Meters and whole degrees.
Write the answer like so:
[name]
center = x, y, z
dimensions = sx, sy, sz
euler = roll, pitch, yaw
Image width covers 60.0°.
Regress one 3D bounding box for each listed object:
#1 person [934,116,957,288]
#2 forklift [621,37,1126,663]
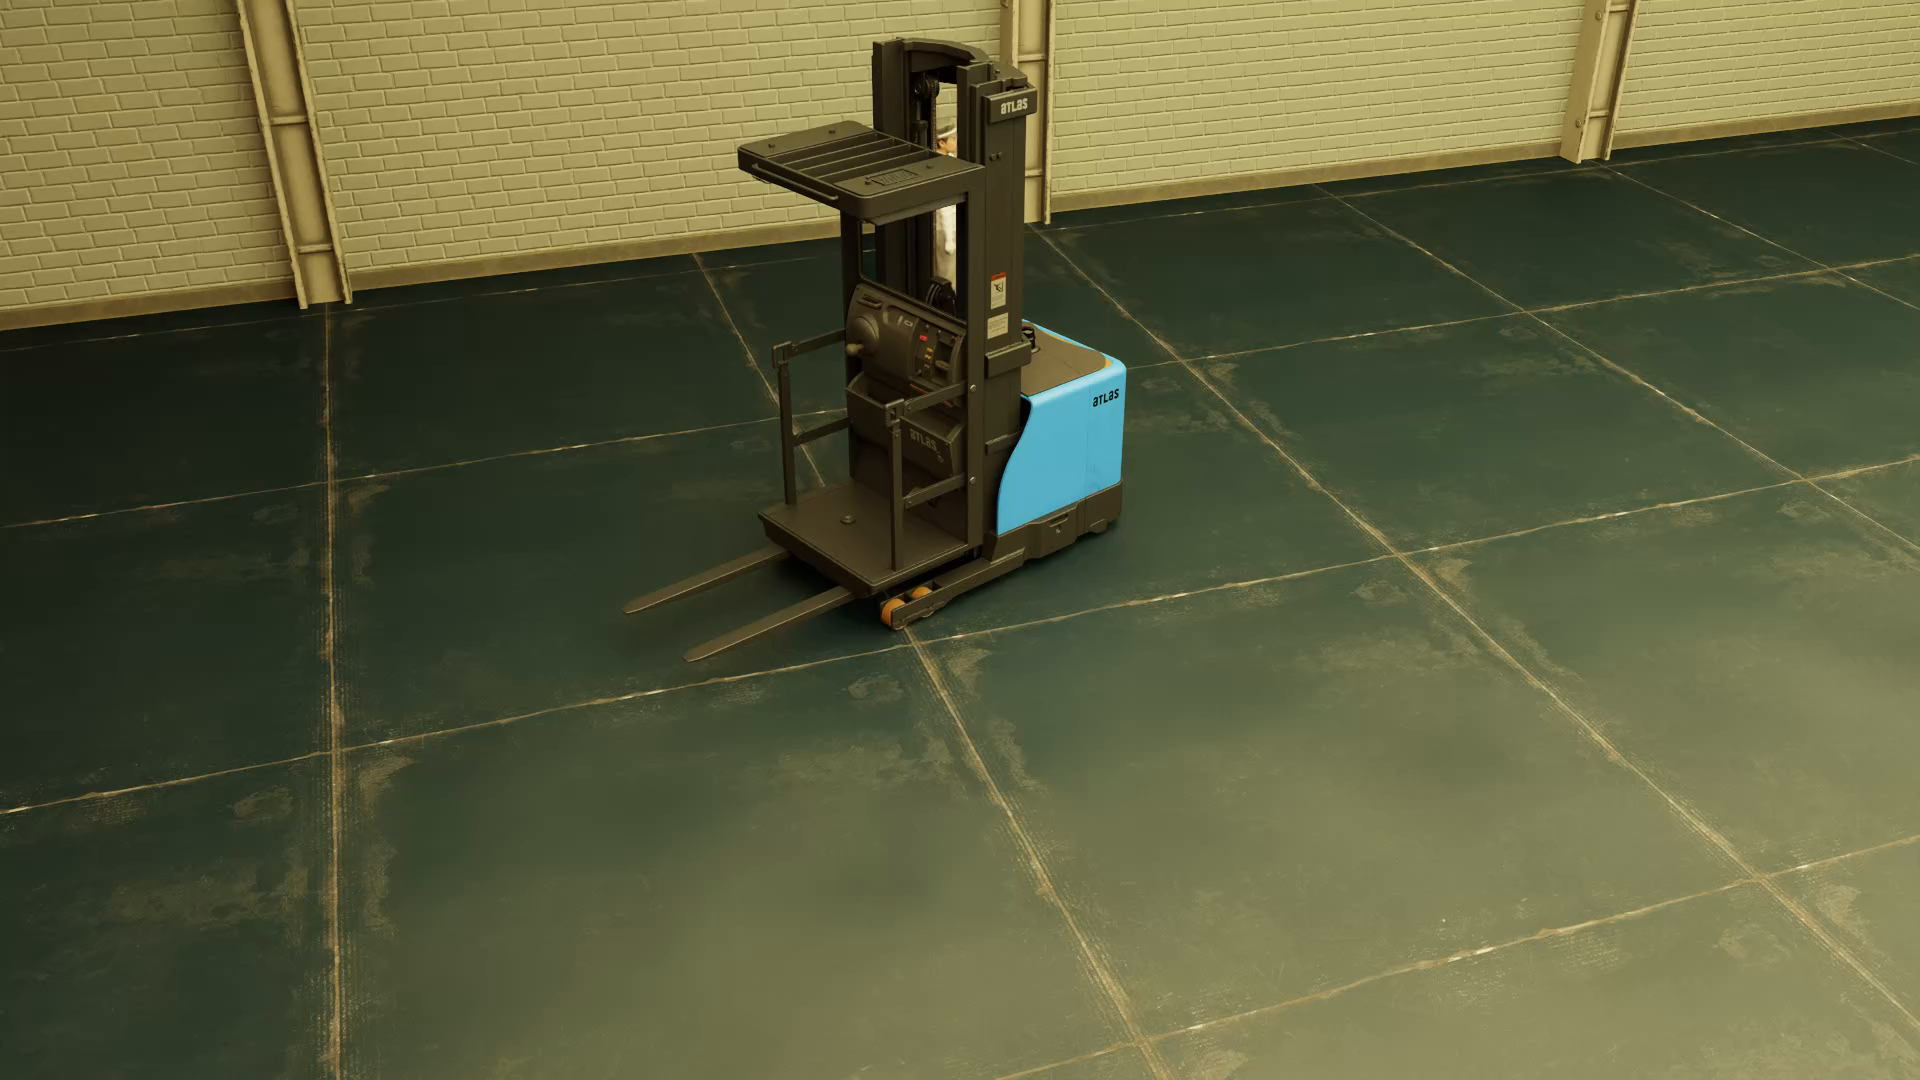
[person]
center = -0.107, -2.304, 12.341
dimensions = 0.336, 1.692, 0.464
euler = -6, 30, -10
[forklift]
center = -0.461, -1.072, 8.951
dimensions = 3.031, 2.935, 1.130
euler = -23, 37, -34
